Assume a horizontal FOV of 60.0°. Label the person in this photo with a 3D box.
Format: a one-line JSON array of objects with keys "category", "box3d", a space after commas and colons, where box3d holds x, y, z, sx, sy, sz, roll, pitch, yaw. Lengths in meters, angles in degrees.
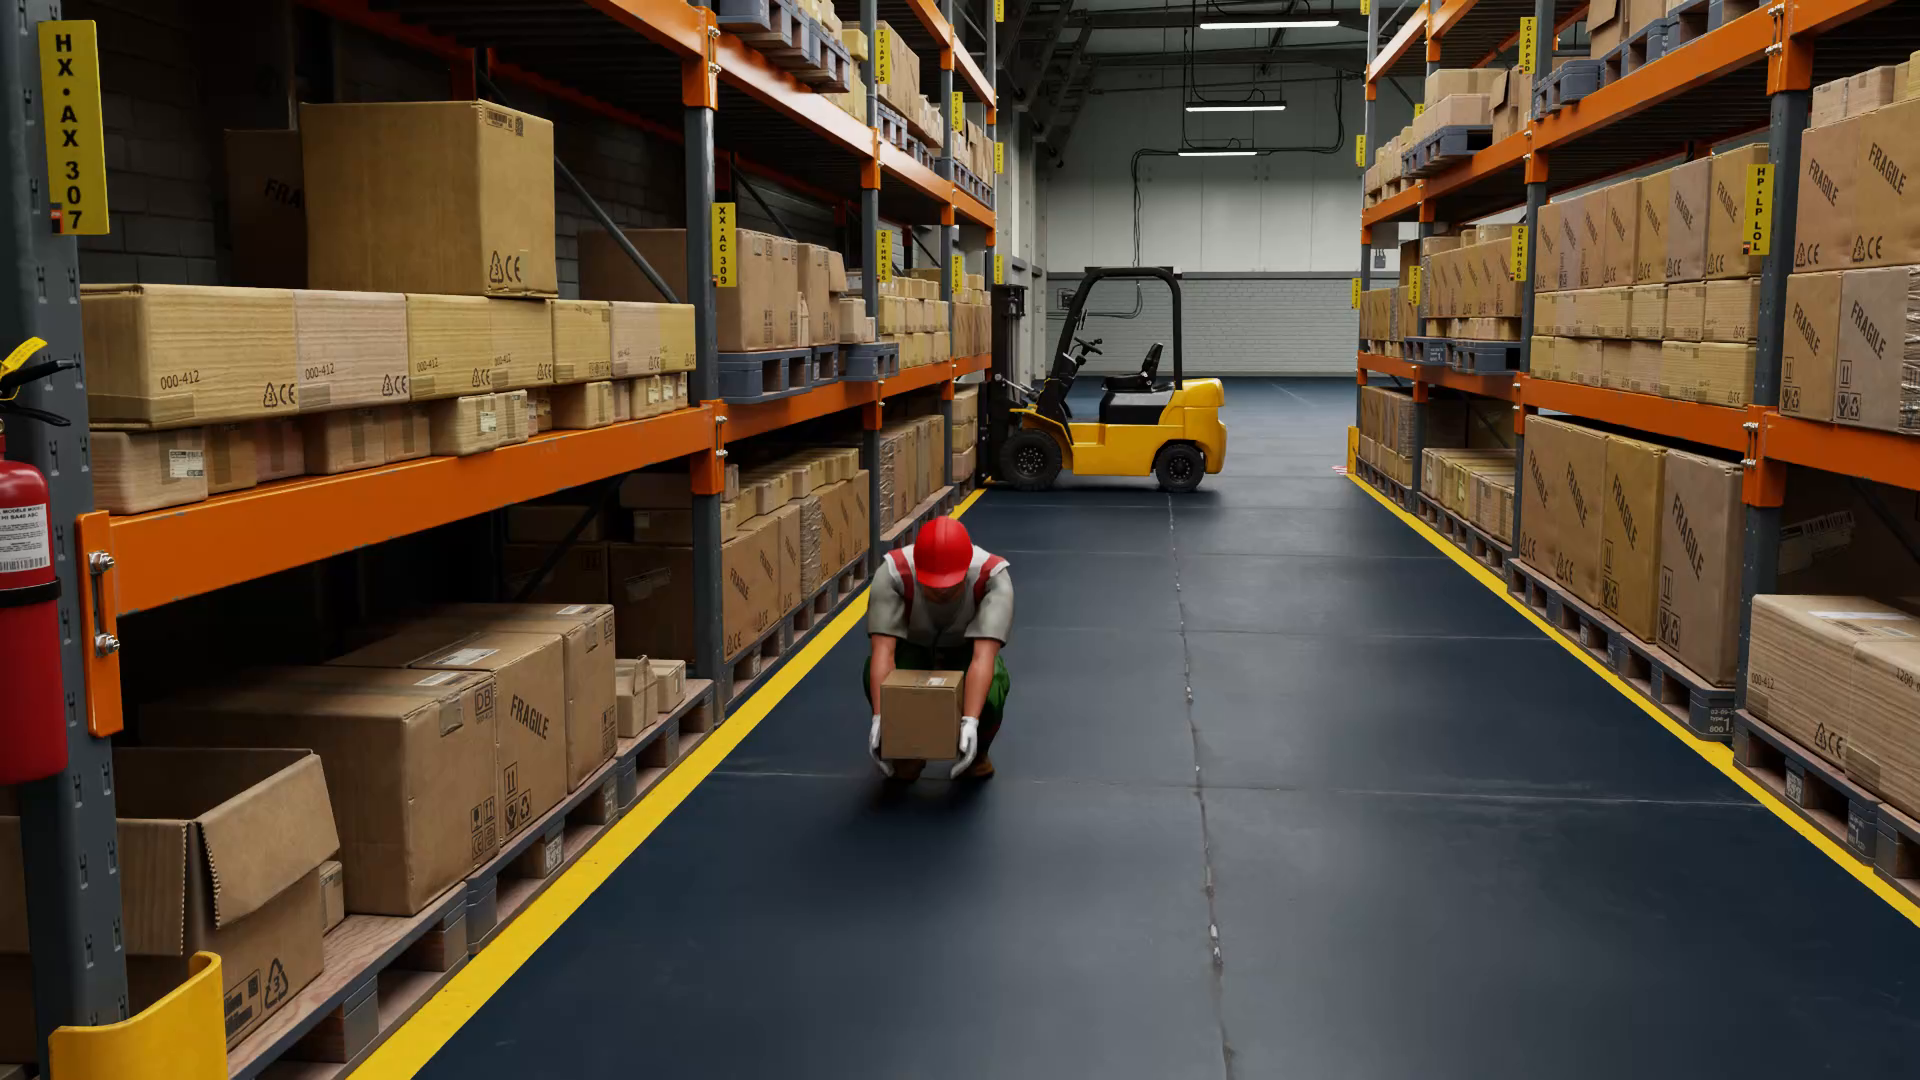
[{"category": "person", "box3d": [-0.075, 0.379, 5.894, 0.544, 0.996, 0.884, 1, 8, 5]}]
